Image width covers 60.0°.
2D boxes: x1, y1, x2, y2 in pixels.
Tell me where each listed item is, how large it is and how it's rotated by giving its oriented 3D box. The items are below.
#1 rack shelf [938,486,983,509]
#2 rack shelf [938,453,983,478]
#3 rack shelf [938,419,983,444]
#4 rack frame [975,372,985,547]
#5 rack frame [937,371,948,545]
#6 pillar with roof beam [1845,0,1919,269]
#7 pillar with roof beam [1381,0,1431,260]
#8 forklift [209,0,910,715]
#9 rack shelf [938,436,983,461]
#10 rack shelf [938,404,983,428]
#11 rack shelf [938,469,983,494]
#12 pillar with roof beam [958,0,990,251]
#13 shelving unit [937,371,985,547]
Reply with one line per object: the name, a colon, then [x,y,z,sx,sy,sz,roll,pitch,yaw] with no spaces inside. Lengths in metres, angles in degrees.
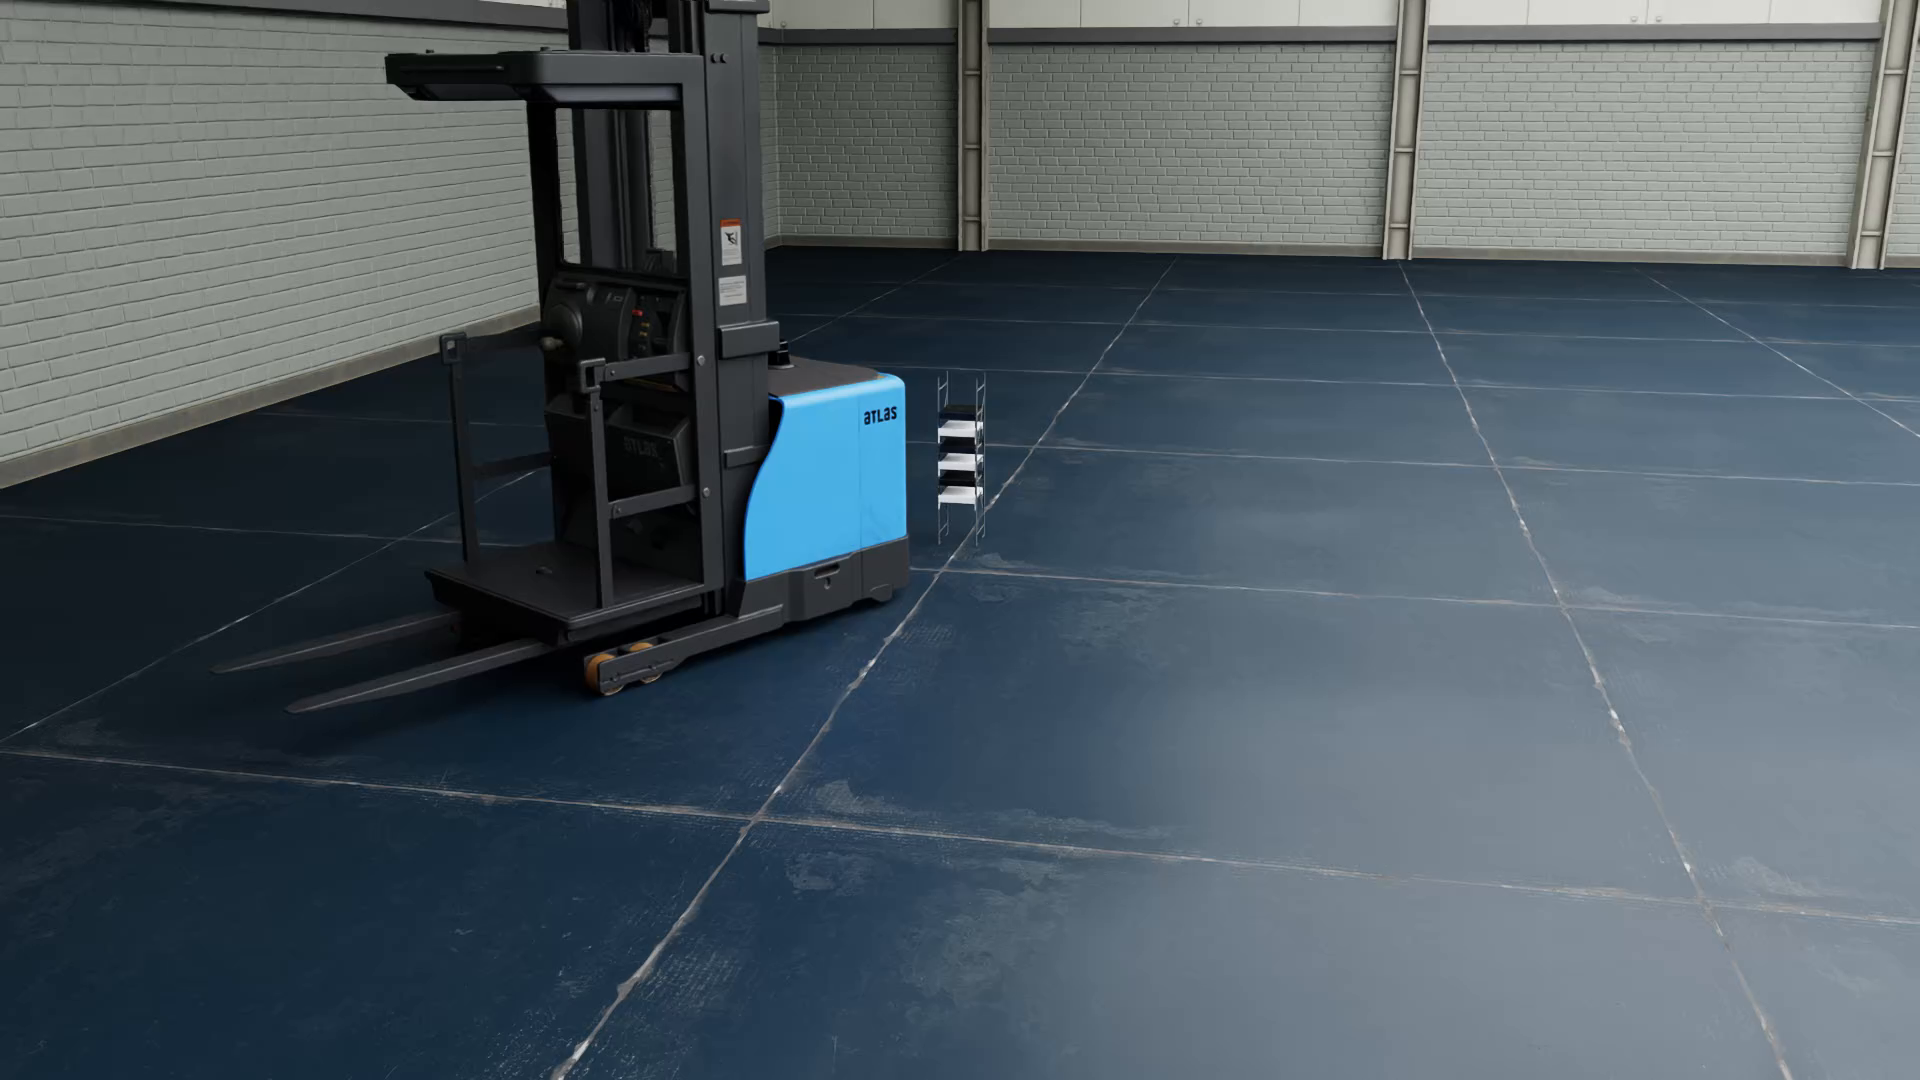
rack shelf: [0.008,-0.228,8.927,0.200,0.077,0.258,3,16,11]
rack shelf: [0.008,-0.401,8.879,0.200,0.077,0.258,3,16,11]
rack shelf: [0.008,-0.575,8.831,0.200,0.077,0.258,3,16,11]
rack frame: [0.108,-0.428,8.851,0.006,0.900,0.240,3,16,11]
rack frame: [-0.092,-0.439,8.890,0.006,0.900,0.240,3,16,11]
pillar with roof beam: [11.096,-6.810,16.720,0.400,9.000,9.100,3,16,11]
pillar with roof beam: [5.216,-7.129,17.872,0.400,9.000,9.100,3,16,11]
forklift: [-1.607,-0.938,6.887,1.130,2.935,3.031,14,21,41]
rack shelf: [0.008,-0.488,8.855,0.200,0.077,0.258,3,16,11]
rack shelf: [0.008,-0.661,8.807,0.200,0.077,0.258,3,16,11]
rack shelf: [0.008,-0.314,8.903,0.200,0.077,0.258,3,16,11]
pillar with roof beam: [-0.663,-7.448,19.024,0.400,9.000,9.100,3,16,11]
shelving unit: [0.008,-0.433,8.870,0.210,0.900,0.258,3,16,11]
